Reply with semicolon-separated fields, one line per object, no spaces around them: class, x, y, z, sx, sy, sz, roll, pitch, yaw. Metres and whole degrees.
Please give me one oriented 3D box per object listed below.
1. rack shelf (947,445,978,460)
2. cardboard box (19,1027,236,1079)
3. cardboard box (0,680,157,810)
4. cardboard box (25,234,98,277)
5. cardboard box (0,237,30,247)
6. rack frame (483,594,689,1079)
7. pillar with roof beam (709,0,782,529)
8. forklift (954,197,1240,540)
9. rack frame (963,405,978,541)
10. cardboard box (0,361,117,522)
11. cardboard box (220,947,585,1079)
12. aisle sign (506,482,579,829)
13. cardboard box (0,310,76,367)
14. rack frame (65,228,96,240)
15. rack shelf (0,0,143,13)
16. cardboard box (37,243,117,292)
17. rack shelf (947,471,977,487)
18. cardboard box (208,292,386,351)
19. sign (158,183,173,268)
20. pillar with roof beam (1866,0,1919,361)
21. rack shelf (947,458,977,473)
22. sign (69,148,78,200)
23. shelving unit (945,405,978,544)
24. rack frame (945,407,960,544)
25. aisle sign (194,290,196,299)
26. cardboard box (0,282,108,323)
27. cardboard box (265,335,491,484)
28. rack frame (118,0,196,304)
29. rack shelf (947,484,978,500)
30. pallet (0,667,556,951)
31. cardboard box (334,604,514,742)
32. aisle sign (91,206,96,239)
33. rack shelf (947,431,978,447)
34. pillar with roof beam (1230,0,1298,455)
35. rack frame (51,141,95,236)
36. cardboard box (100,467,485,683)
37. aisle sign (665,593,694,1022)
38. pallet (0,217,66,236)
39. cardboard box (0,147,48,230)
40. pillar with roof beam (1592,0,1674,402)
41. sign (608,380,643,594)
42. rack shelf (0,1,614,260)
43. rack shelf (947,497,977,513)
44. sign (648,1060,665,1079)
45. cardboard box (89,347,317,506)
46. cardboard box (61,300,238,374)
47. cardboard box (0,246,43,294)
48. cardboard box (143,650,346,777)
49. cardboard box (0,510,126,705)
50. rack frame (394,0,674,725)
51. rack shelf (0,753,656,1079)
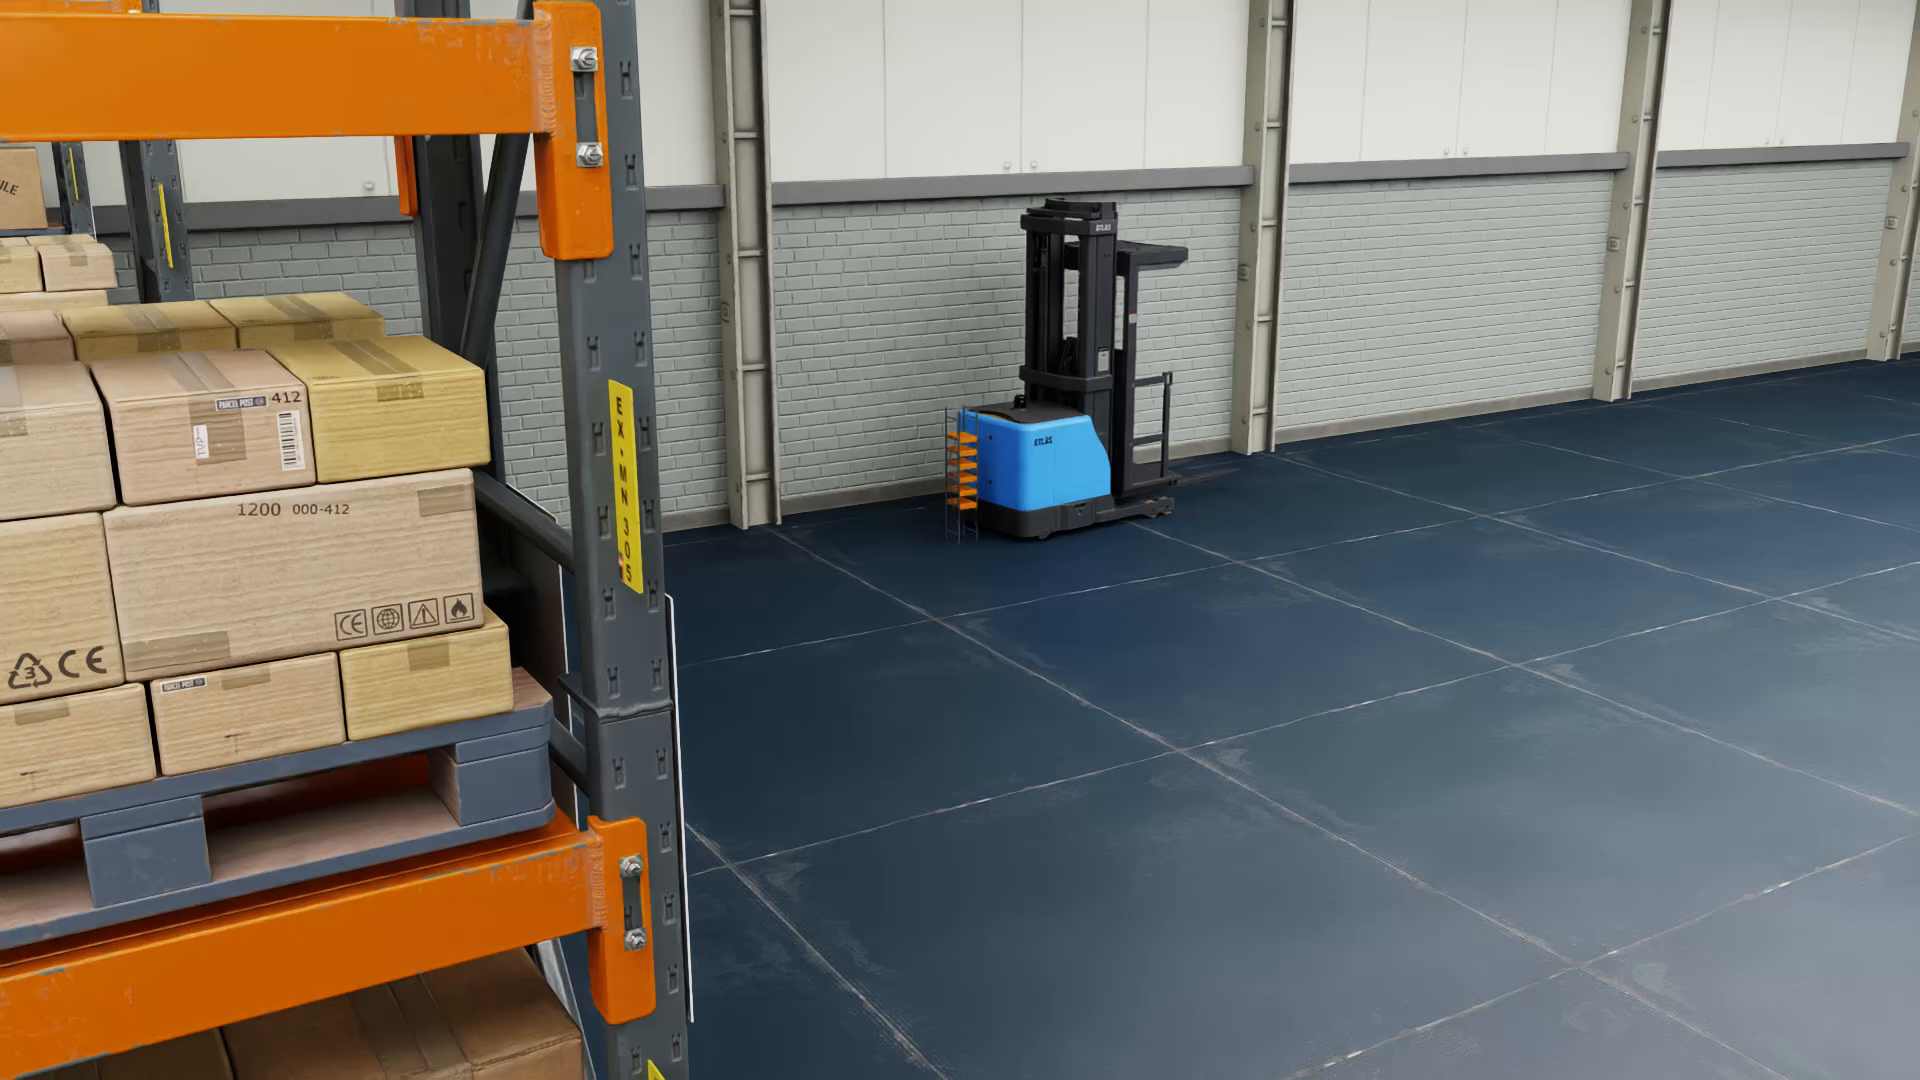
rack shelf;0.012;-0.768;14.702;0.180;0.103;0.258;-9;18;-30
cardboard box;-1.553;1.170;2.899;0.550;0.550;0.875;-9;18;-30
cardboard box;-1.337;0.244;2.428;0.250;0.149;0.380;-9;18;-29
cardboard box;-3.836;-1.214;7.115;0.250;0.149;0.380;-9;18;-30
cardboard box;-4.044;-1.176;6.977;0.250;0.149;0.380;-9;18;-30
rack frame;-0.791;1.622;3.566;0.127;3.000;1.000;-9;18;-30
pillar with roof beam;0.313;-3.496;10.708;0.400;9.000;9.100;-9;18;-30
forklift;1.411;-1.718;15.609;3.031;2.935;1.130;-12;20;-37
rack frame;0.091;-0.592;14.800;0.006;1.200;0.240;-9;18;-30
cardboard box;-1.339;-0.140;2.321;0.250;0.149;0.380;-9;18;-29
cardboard box;-1.129;1.072;3.248;0.550;0.550;0.875;-9;18;-30
aisle sign;-0.884;0.291;3.498;0.004;0.787;0.394;-9;18;-30
cardboard box;-1.675;-0.293;2.864;0.250;0.149;0.380;-9;18;-30
rack frame;-5.986;-0.657;11.697;0.127;3.000;1.000;-9;18;-30
rack shelf;-5.141;-1.772;5.898;4.000;0.370;1.077;-9;18;-30
cardboard box;-3.564;-1.101;6.712;0.250;0.149;0.380;-9;18;-29
rack shelf;0.012;-0.537;14.767;0.180;0.103;0.258;-9;18;-30
cardboard box;-1.241;-0.363;3.115;0.250;0.149;0.380;-9;18;-29
sign;-3.158;-1.249;6.609;0.005;0.325;0.100;-9;18;-30
pillar with roof beam;15.742;-5.998;19.634;0.400;9.000;9.100;-9;18;-30
rack shelf;0.012;-0.653;14.735;0.180;0.103;0.258;-9;18;-30
sign;-5.719;-2.362;10.728;0.005;0.325;0.100;-9;18;-30
shelving unit;0.012;-0.580;14.755;0.189;1.200;0.258;-9;18;-30
rack frame;-0.066;-0.567;14.710;0.006;1.200;0.240;-9;18;-30
aisle sign;-3.224;-0.702;7.042;0.004;0.787;0.394;-9;18;-30
cardboard box;-3.726;-0.891;6.701;0.500;0.250;0.500;-9;18;-30
cardboard box;-0.905;-0.210;2.570;0.250;0.149;0.380;-9;18;-29
rack frame;-3.427;-2.398;6.792;0.127;3.000;1.000;-9;18;-30
rack shelf;0.012;-0.421;14.799;0.180;0.103;0.258;-9;18;-30
pallet;-1.421;0.326;2.797;1.213;0.211;1.003;-9;18;-30
cardboard box;-0.901;0.173;2.680;0.250;0.149;0.380;-9;18;-30
aisle sign;-5.779;-1.850;11.136;0.004;0.787;0.394;-9;18;-30
rack shelf;0.012;-0.884;14.670;0.180;0.103;0.258;-9;18;-30
pillar with roof beam;5.456;-4.330;13.683;0.400;9.000;9.100;-9;18;-30
rack frame;-5.986;-3.546;10.887;0.127;3.000;1.000;-9;18;-30
cardboard box;-1.066;-0.011;2.598;0.500;0.250;0.500;-9;18;-29
aisle sign;-0.575;0.430;3.003;0.004;0.787;0.394;-9;18;-30
pallet;-6.606;-1.967;10.975;1.213;0.211;1.003;-9;18;-30
cardboard box;-6.240;-2.282;10.788;0.500;0.500;0.500;-9;18;-28
pillar with roof beam;10.599;-5.164;16.658;0.400;9.000;9.100;-9;18;-30
sign;-0.523;-0.083;2.598;0.005;0.325;0.100;-9;18;-30
rack shelf;-2.505;-0.450;1.916;4.000;0.370;1.077;-9;18;-30
rack shelf;0.012;-0.306;14.832;0.180;0.103;0.258;-9;18;-30
sign;-0.523;1.078;2.923;0.005;0.325;0.100;-9;18;-30
cardboard box;-1.119;-0.176;2.448;0.250;0.149;0.380;-9;18;-29
cardboard box;-1.456;-0.328;2.991;0.250;0.149;0.380;-9;18;-29
cardboard box;-3.805;-1.074;6.616;0.250;0.149;0.380;-9;18;-29
cardboard box;-1.118;0.208;2.556;0.250;0.149;0.380;-9;18;-29
cardboard box;-1.496;0.058;2.350;0.500;0.250;0.500;-9;18;-30
rack frame;-0.791;-1.267;2.756;0.127;3.000;1.000;-9;18;-30
rack shelf;-2.505;0.802;2.267;4.000;0.370;1.077;-9;18;-30
